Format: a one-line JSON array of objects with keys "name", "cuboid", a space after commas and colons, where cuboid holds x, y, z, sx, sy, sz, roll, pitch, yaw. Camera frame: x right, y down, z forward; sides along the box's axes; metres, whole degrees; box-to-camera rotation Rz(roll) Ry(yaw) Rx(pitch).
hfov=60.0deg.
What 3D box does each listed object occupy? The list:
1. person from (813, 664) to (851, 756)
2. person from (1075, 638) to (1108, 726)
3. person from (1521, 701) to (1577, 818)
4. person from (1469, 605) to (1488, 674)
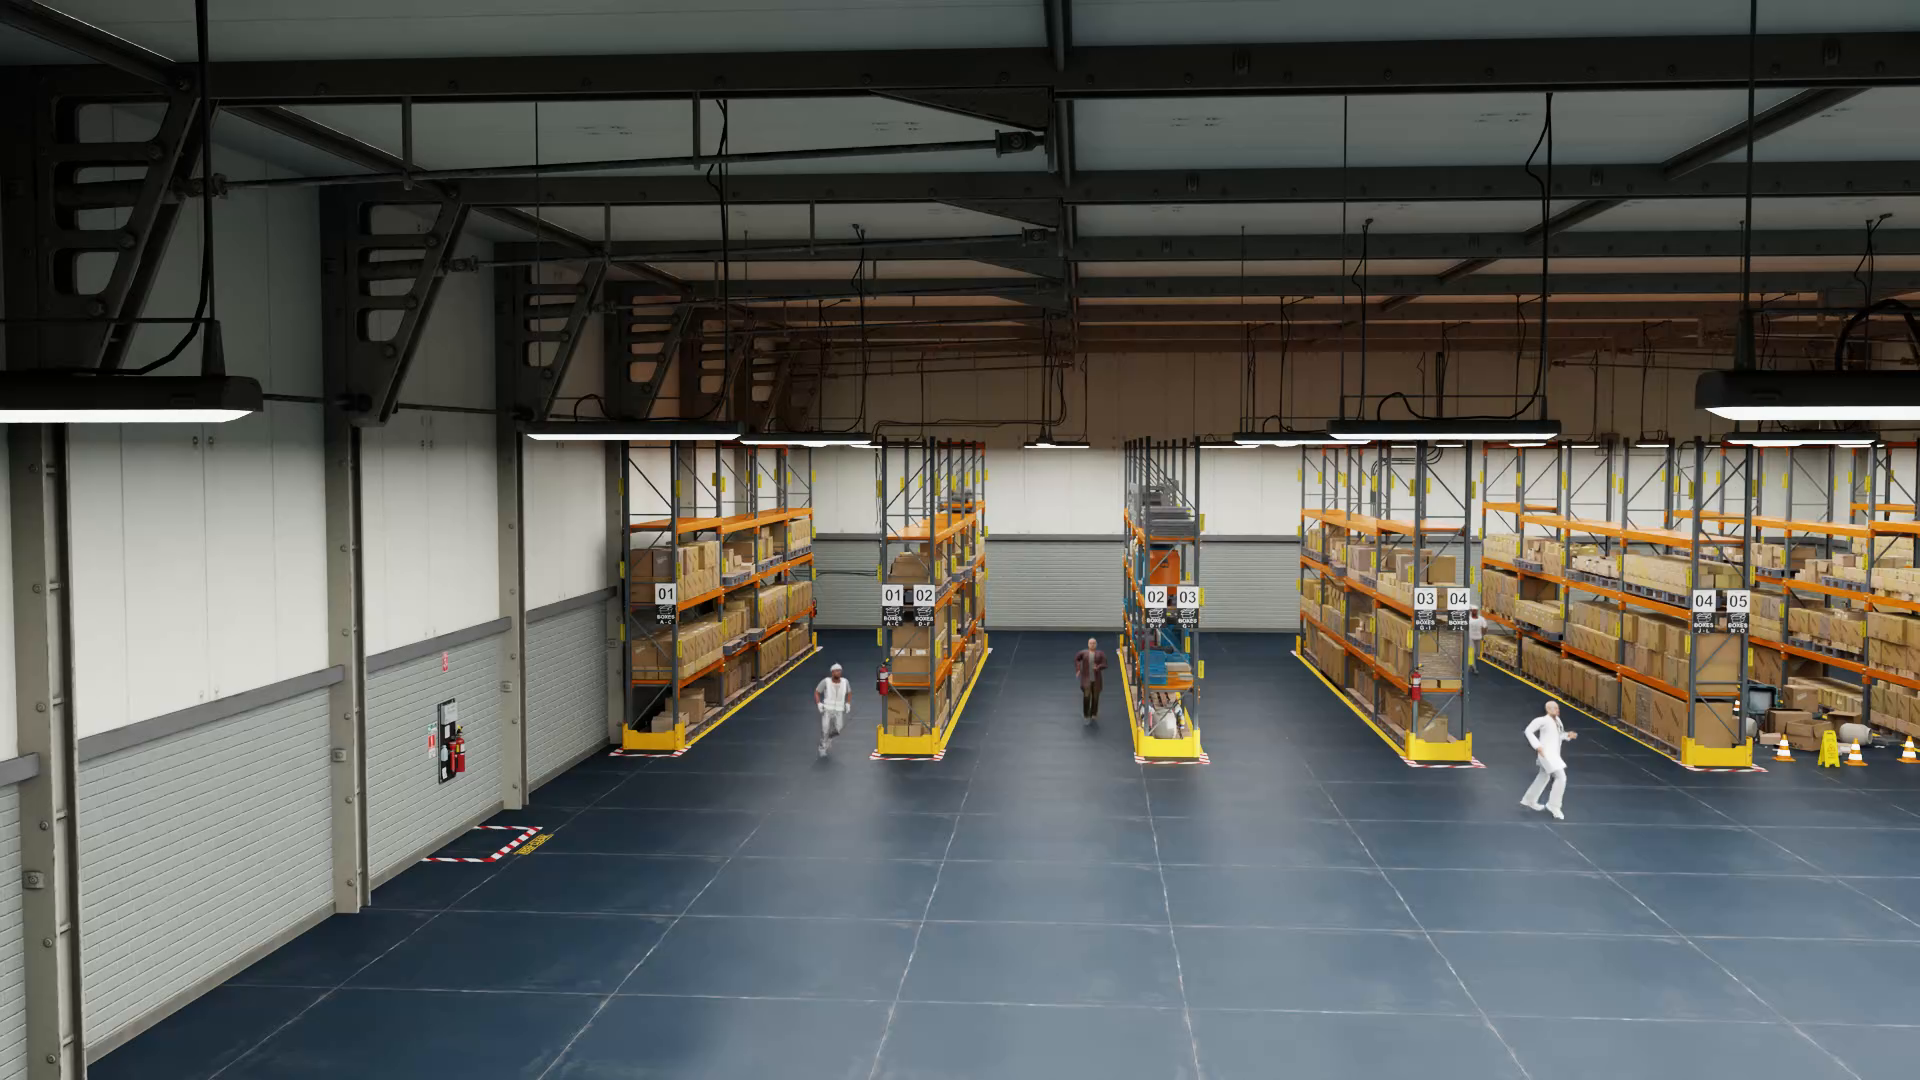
[{"name": "person", "cuboid": [-2.384, 3.197, 31.315, 0.743, 1.716, 0.554, -1, 3, -17]}, {"name": "person", "cuboid": [2.761, 2.981, 34.907, 0.673, 1.823, 0.814, 0, 3, 1]}, {"name": "person", "cuboid": [9.275, 3.457, 26.187, 0.844, 1.840, 0.665, 2, 4, 38]}, {"name": "person", "cuboid": [13.255, 2.545, 42.883, 0.722, 1.757, 0.835, 0, 3, -3]}]
